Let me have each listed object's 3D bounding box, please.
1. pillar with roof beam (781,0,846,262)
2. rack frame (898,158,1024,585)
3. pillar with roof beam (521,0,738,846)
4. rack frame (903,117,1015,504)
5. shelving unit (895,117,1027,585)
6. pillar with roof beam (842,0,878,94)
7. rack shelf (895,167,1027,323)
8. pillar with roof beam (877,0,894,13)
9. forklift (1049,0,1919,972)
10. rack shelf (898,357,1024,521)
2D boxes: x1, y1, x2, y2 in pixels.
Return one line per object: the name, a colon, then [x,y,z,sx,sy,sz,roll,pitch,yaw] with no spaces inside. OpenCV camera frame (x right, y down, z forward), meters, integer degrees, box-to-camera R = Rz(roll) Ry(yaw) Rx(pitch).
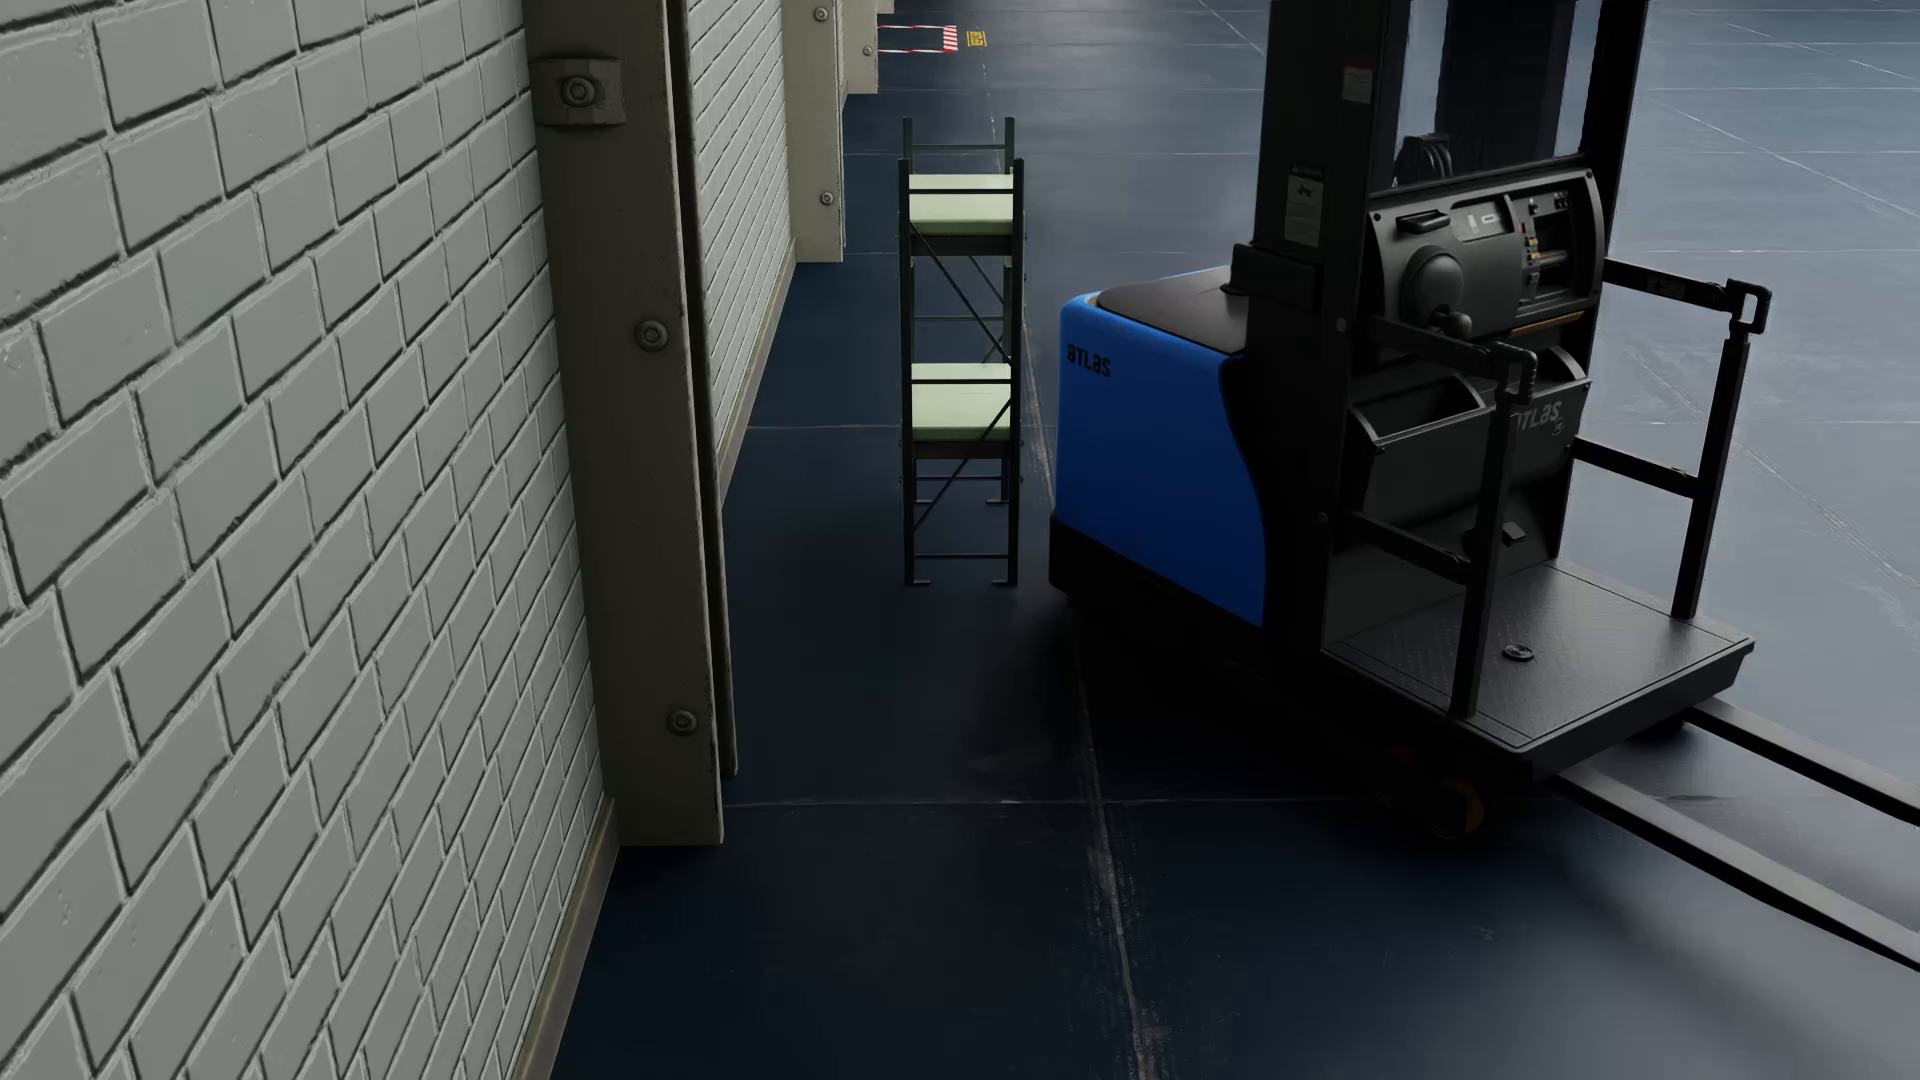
pillar with roof beam: [3.445,-5.858,8.281,9.100,9.000,0.400,0,24,-1]
rack frame: [0.004,-0.530,5.601,0.400,1.500,0.023,0,24,-1]
pillar with roof beam: [3.510,-3.385,2.815,9.100,9.000,0.400,0,24,-1]
rack frame: [-0.004,-0.831,6.268,0.400,1.500,0.023,0,24,-1]
shelving unit: [0.000,-0.681,5.935,0.431,1.500,0.755,0,24,-1]
pillar with roof beam: [3.379,-8.330,13.748,9.100,9.000,0.400,0,24,-1]
rack shelf: [0.000,-1.036,5.774,0.431,0.370,0.720,0,24,-1]
pillar with roof beam: [3.314,-10.802,19.214,9.100,9.000,0.400,0,24,-1]
forklift: [1.569,-0.758,4.370,1.130,2.935,3.031,-16,29,-32]
rack shelf: [0.000,-0.384,6.069,0.431,0.370,0.720,0,24,-1]
